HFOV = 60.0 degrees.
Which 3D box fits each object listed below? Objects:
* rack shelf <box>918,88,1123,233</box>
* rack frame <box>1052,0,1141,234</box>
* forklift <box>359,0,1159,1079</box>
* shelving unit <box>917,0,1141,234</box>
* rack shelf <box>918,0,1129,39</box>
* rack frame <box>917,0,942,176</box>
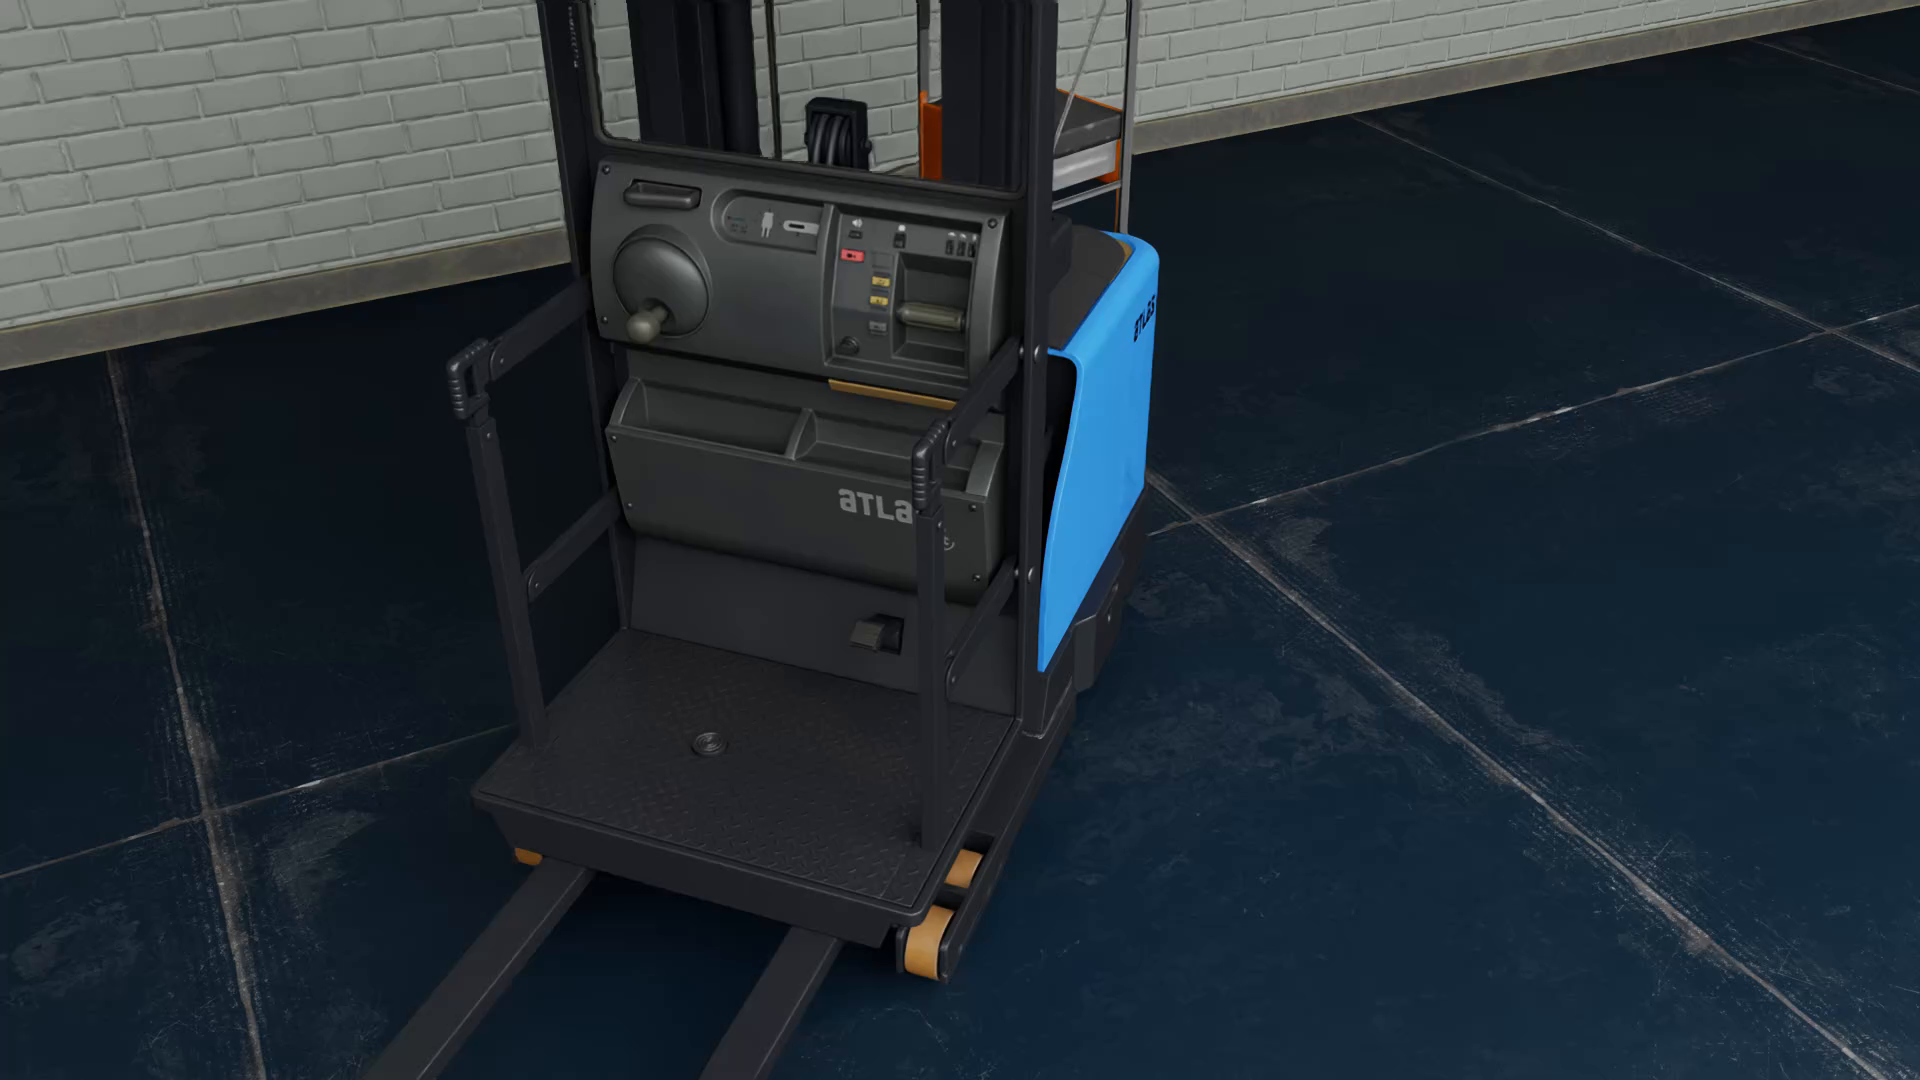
[{"bbox_3d":[0.193,-1.087,5.025,0.431,0.518,0.480,-25,40,-34],"label":"rack shelf"},{"bbox_3d":[0.353,-0.999,4.863,0.400,2.100,0.015,-25,40,-34],"label":"rack frame"},{"bbox_3d":[-0.428,-0.507,3.324,1.130,2.935,3.031,11,34,17],"label":"forklift"},{"bbox_3d":[0.193,-1.098,5.018,0.431,2.100,0.503,-25,40,-34],"label":"shelving unit"},{"bbox_3d":[0.193,-1.676,4.648,0.431,0.518,0.480,-25,40,-34],"label":"rack shelf"},{"bbox_3d":[0.032,-1.198,5.173,0.400,2.100,0.015,-25,40,-34],"label":"rack frame"}]
